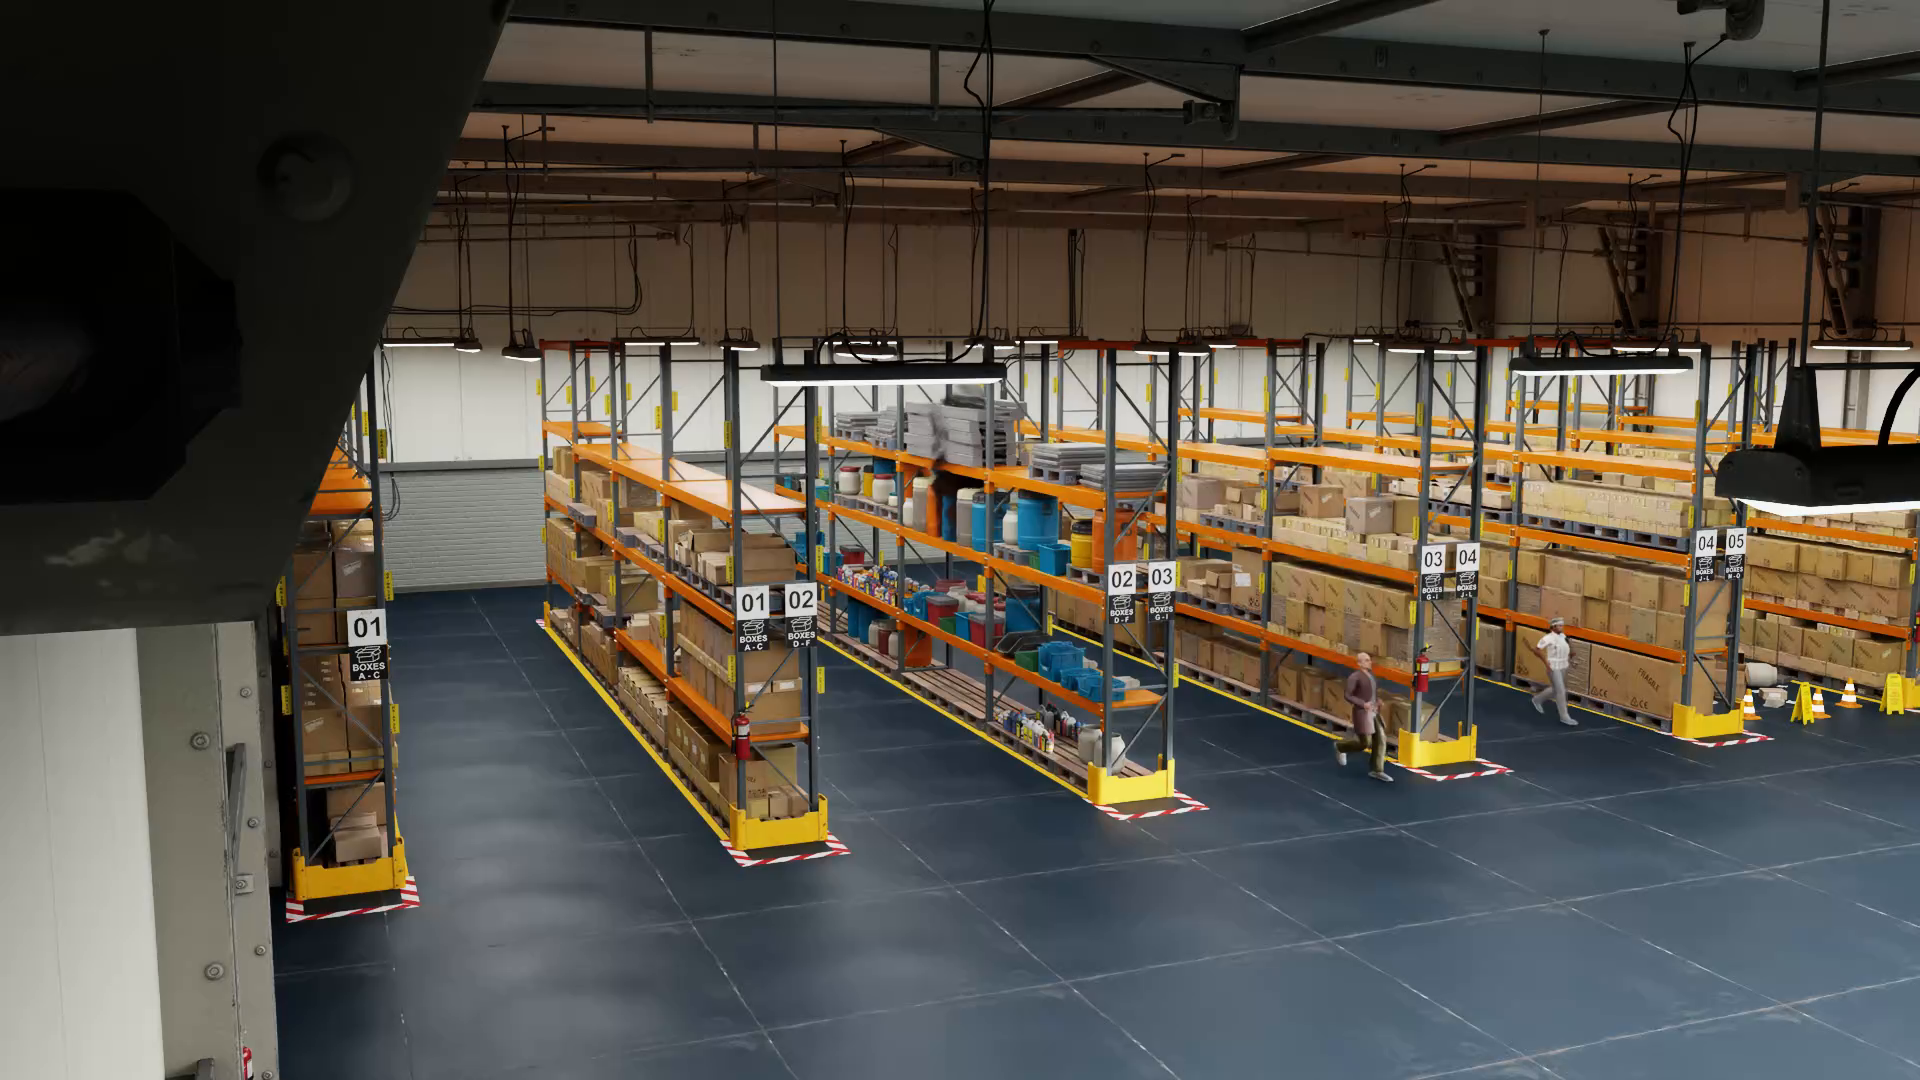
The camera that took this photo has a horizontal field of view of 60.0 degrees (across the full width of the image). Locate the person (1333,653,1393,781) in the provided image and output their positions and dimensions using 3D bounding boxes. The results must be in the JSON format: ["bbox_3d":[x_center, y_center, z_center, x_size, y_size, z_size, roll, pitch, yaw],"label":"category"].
[{"bbox_3d":[5.684,2.447,23.283,0.725,1.749,0.949,-7,10,-41],"label":"person"}]

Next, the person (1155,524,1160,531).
[{"bbox_3d":[4.722,0.166,41.511,0.518,1.585,0.655,-1,7,-6],"label":"person"}]

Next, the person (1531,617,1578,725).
[{"bbox_3d":[9.478,2.039,26.480,0.580,1.676,0.935,-5,9,-35],"label":"person"}]

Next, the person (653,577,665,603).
[{"bbox_3d":[-6.211,0.949,34.821,0.676,1.735,0.623,-6,10,-39],"label":"person"}]
